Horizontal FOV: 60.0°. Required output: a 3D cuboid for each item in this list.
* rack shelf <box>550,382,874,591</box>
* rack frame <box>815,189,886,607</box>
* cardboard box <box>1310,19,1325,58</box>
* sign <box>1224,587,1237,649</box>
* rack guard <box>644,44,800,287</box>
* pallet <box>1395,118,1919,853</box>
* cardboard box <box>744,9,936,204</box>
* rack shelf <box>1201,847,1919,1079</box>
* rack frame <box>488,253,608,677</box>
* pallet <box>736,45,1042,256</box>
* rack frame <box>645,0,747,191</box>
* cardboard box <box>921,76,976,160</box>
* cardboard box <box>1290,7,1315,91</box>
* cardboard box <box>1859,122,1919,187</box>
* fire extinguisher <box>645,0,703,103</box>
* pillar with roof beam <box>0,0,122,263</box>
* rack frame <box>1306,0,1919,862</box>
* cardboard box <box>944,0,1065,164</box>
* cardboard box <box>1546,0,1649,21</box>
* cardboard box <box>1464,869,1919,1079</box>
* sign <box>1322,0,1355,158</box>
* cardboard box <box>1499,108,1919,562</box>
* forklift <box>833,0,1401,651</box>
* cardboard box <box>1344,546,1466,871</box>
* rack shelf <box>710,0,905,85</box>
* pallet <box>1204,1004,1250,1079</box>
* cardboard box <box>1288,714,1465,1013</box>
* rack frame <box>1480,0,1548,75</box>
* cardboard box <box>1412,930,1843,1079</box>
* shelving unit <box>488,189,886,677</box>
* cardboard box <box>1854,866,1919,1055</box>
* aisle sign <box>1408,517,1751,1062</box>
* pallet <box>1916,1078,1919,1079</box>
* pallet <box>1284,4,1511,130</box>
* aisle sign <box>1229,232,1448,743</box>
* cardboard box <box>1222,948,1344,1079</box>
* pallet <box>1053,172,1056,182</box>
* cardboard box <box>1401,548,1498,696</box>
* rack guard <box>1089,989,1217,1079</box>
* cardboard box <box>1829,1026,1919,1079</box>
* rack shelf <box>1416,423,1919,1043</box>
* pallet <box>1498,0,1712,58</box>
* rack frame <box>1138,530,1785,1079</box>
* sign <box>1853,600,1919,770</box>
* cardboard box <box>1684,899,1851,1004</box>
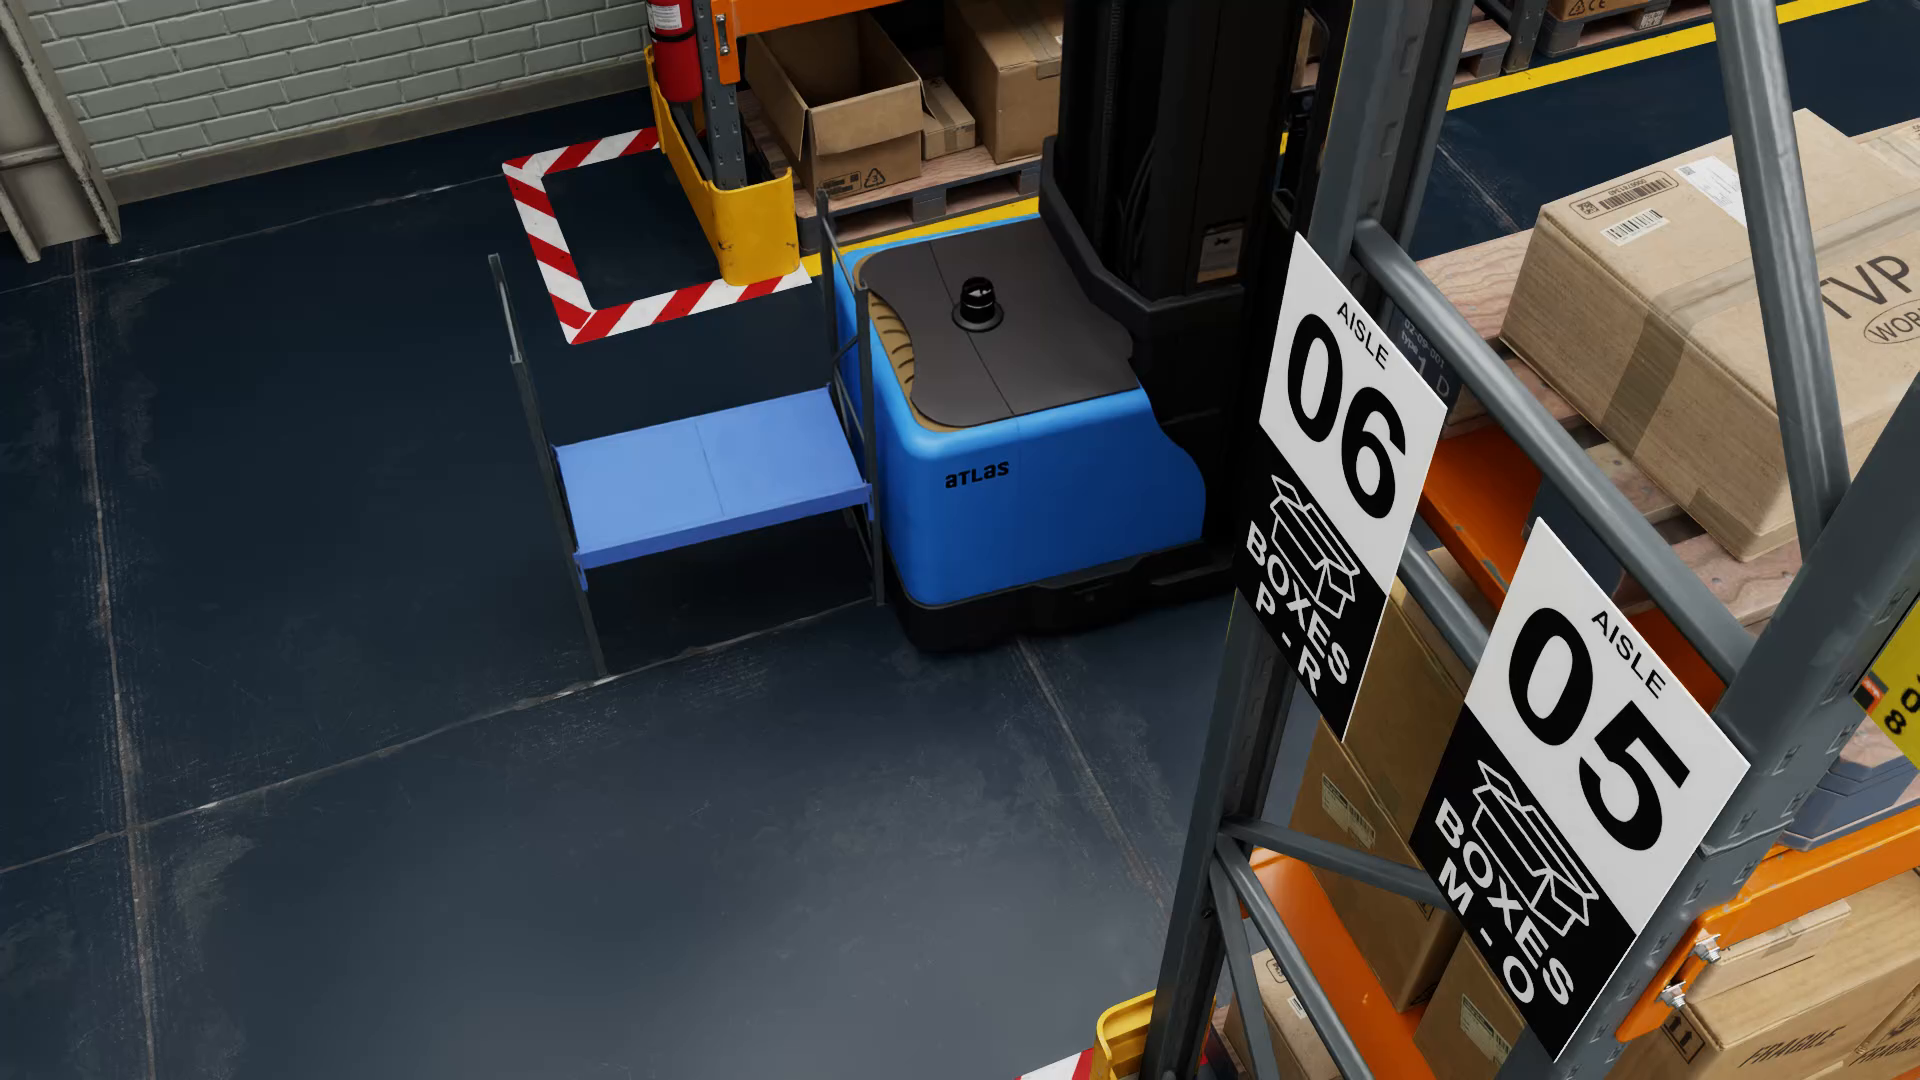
[{"bbox_3d":[-0.847,-0.194,5.665,1.000,0.185,0.538,-14,51,-12],"label":"rack shelf"},{"bbox_3d":[-0.363,-0.431,5.631,0.032,1.500,0.500,-14,51,-12],"label":"rack frame"},{"bbox_3d":[1.837,-2.421,7.877,0.258,0.266,0.396,-16,51,-13],"label":"cardboard box"},{"bbox_3d":[0.557,0.150,3.225,0.005,0.325,0.100,-17,52,-14],"label":"sign"},{"bbox_3d":[-1.060,-1.703,7.383,0.348,0.500,1.175,-17,52,-14],"label":"rack guard"},{"bbox_3d":[1.433,-0.179,2.508,1.213,0.211,1.003,-17,52,-14],"label":"pallet"},{"bbox_3d":[-0.528,-1.928,7.297,0.637,0.503,0.797,-19,52,-16],"label":"cardboard box"},{"bbox_3d":[2.601,0.650,4.189,4.000,0.370,1.077,-17,52,-14],"label":"rack shelf"},{"bbox_3d":[-1.330,-0.193,5.427,0.032,1.500,0.500,-14,51,-12],"label":"rack frame"},{"bbox_3d":[-0.322,-1.838,7.690,1.213,0.211,1.003,-17,52,-14],"label":"pallet"},{"bbox_3d":[-1.131,-2.496,6.416,0.127,3.000,1.000,-17,52,-14],"label":"rack frame"},{"bbox_3d":[-0.120,-1.907,7.513,0.250,0.149,0.380,-19,52,-16],"label":"cardboard box"},{"bbox_3d":[1.239,-2.443,7.741,0.500,0.500,0.700,-19,52,-16],"label":"cardboard box"},{"bbox_3d":[1.490,-0.444,2.500,0.250,0.149,0.380,-21,52,-17],"label":"cardboard box"},{"bbox_3d":[-1.092,-1.982,6.272,0.183,0.674,0.296,-17,52,-14],"label":"fire extinguisher"},{"bbox_3d":[-2.340,-1.286,1.423,0.400,9.000,9.100,-17,52,-14],"label":"pillar with roof beam"},{"bbox_3d":[0.750,-0.965,1.147,0.127,3.000,1.000,-17,52,-14],"label":"rack frame"},{"bbox_3d":[0.278,-2.145,7.486,0.500,0.500,0.700,-15,51,-13],"label":"cardboard box"},{"bbox_3d":[3.105,-2.946,8.174,0.500,0.500,0.500,-15,51,-13],"label":"cardboard box"},{"bbox_3d":[1.302,0.693,2.952,0.500,0.500,0.500,-18,52,-15],"label":"cardboard box"},{"bbox_3d":[0.557,-0.636,2.310,0.005,0.325,0.100,-17,52,-14],"label":"sign"},{"bbox_3d":[1.132,-0.301,2.310,0.500,0.250,0.500,-22,53,-18],"label":"cardboard box"},{"bbox_3d":[1.119,-1.230,5.375,3.031,2.935,1.130,-14,51,-12],"label":"forklift"},{"bbox_3d":[1.106,0.325,3.268,0.500,0.500,0.500,-16,51,-13],"label":"cardboard box"},{"bbox_3d":[0.721,-2.835,7.182,4.000,0.370,1.077,-17,52,-14],"label":"rack shelf"},{"bbox_3d":[1.460,1.613,4.725,1.213,0.211,1.003,-17,52,-14],"label":"pallet"},{"bbox_3d":[1.096,0.632,3.664,0.500,0.500,0.500,-17,51,-14],"label":"cardboard box"},{"bbox_3d":[2.572,-3.643,7.402,0.127,3.000,1.000,-17,52,-14],"label":"rack frame"},{"bbox_3d":[1.303,1.021,3.330,0.500,0.500,0.500,-18,52,-15],"label":"cardboard box"},{"bbox_3d":[-0.847,-0.312,5.529,1.048,1.500,0.538,-14,51,-12],"label":"shelving unit"},{"bbox_3d":[1.777,0.540,3.084,0.500,0.500,0.500,-18,52,-15],"label":"cardboard box"},{"bbox_3d":[0.793,0.367,2.244,0.004,0.787,0.394,-17,52,-14],"label":"aisle sign"},{"bbox_3d":[2.588,1.266,5.023,1.213,0.211,1.003,-17,52,-14],"label":"pallet"},{"bbox_3d":[1.936,-2.538,8.291,1.213,0.211,1.003,-17,52,-14],"label":"pallet"},{"bbox_3d":[0.566,-0.055,2.606,0.004,0.787,0.394,-17,52,-14],"label":"aisle sign"},{"bbox_3d":[1.323,1.428,4.459,0.875,0.438,0.875,-19,52,-15],"label":"cardboard box"},{"bbox_3d":[0.805,-2.185,7.988,1.213,0.211,1.003,-17,52,-14],"label":"pallet"},{"bbox_3d":[1.006,0.176,2.969,0.250,0.149,0.380,-17,51,-14],"label":"cardboard box"},{"bbox_3d":[0.727,1.810,4.366,0.348,0.500,1.175,-17,52,-14],"label":"rack guard"},{"bbox_3d":[1.760,0.856,3.472,0.500,0.500,0.500,-18,52,-15],"label":"cardboard box"},{"bbox_3d":[2.601,-0.327,3.051,4.000,0.370,1.077,-17,52,-14],"label":"rack shelf"},{"bbox_3d":[3.311,-2.995,8.683,1.213,0.211,1.003,-17,52,-14],"label":"pallet"},{"bbox_3d":[0.750,0.989,3.423,0.127,3.000,1.000,-17,52,-14],"label":"rack frame"},{"bbox_3d":[0.954,0.093,1.587,0.005,0.325,0.100,-17,52,-14],"label":"sign"},{"bbox_3d":[1.183,0.512,2.680,0.250,0.149,0.380,-16,51,-13],"label":"cardboard box"}]
